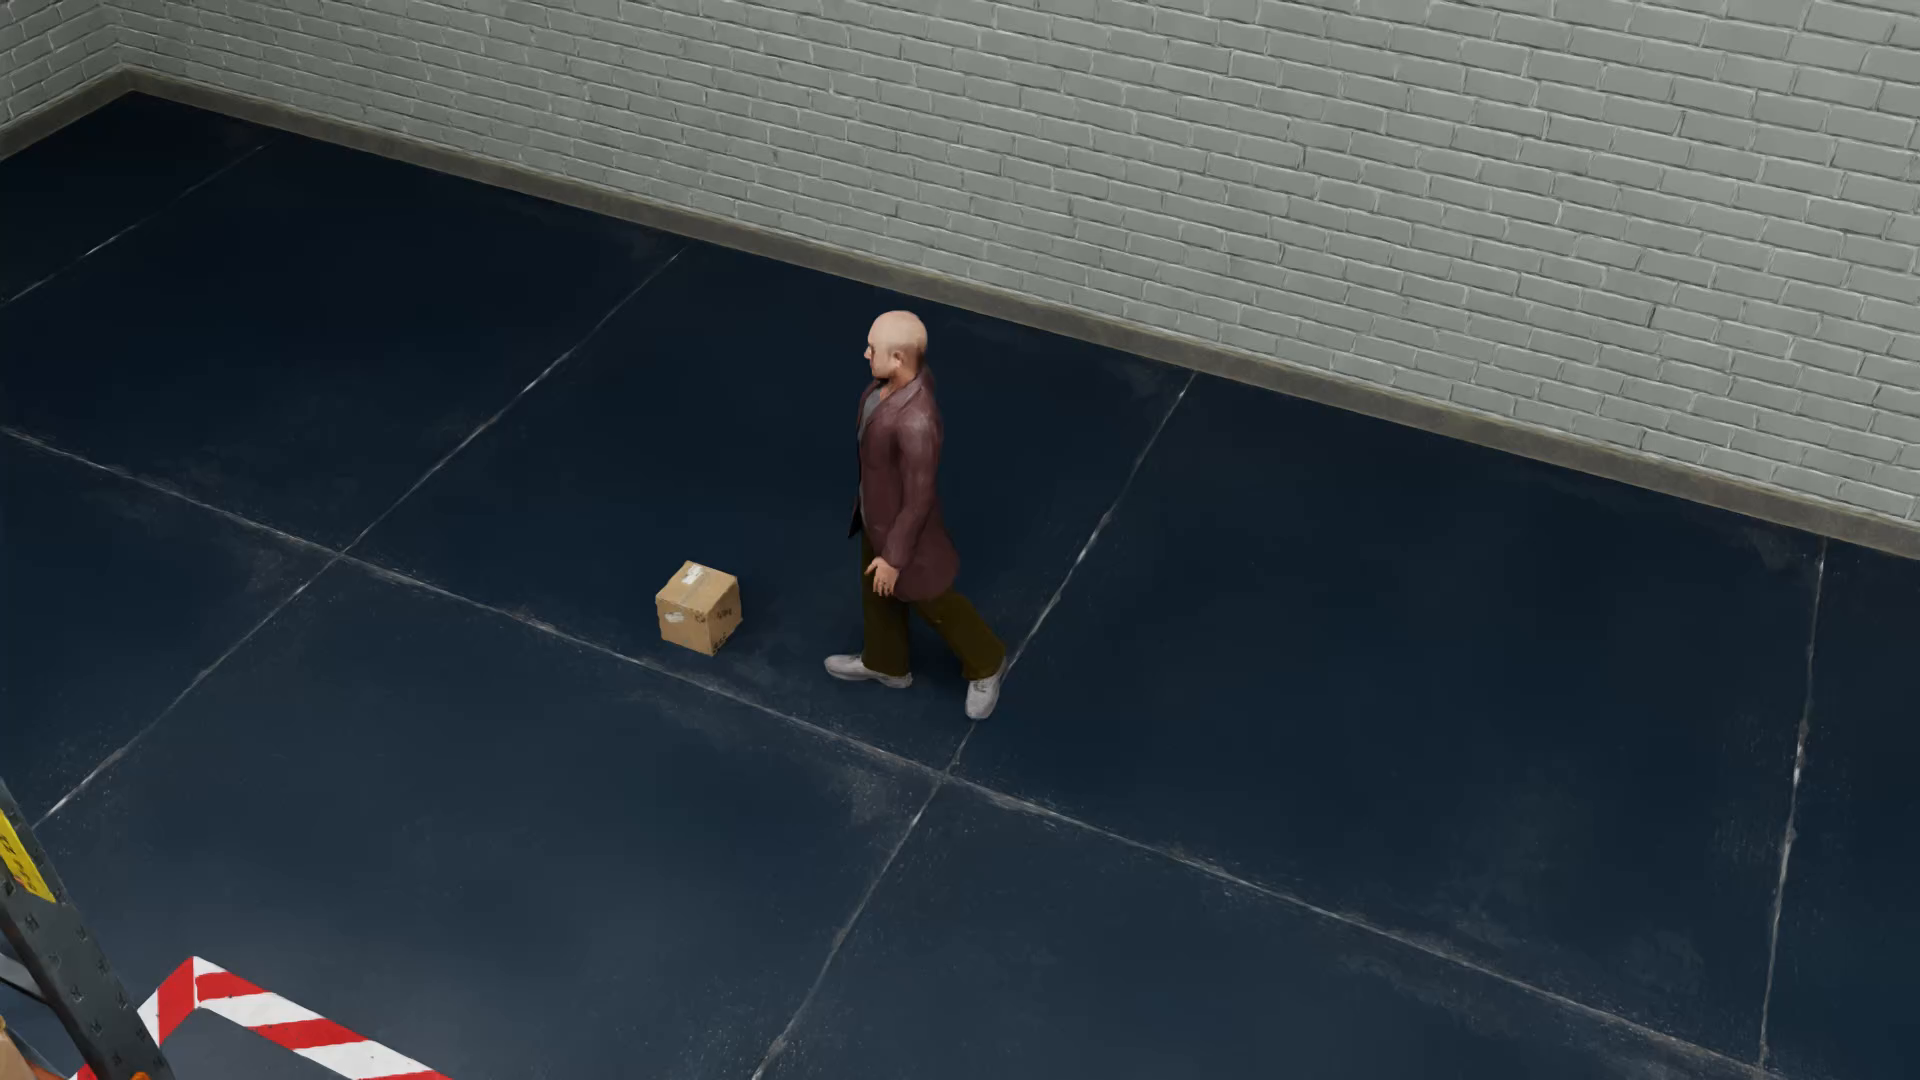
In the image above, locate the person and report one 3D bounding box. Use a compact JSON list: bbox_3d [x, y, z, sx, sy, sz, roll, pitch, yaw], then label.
[{"bbox_3d":[-0.177,-0.099,6.285,0.730,1.773,0.683,-9,42,-10],"label":"person"}]
